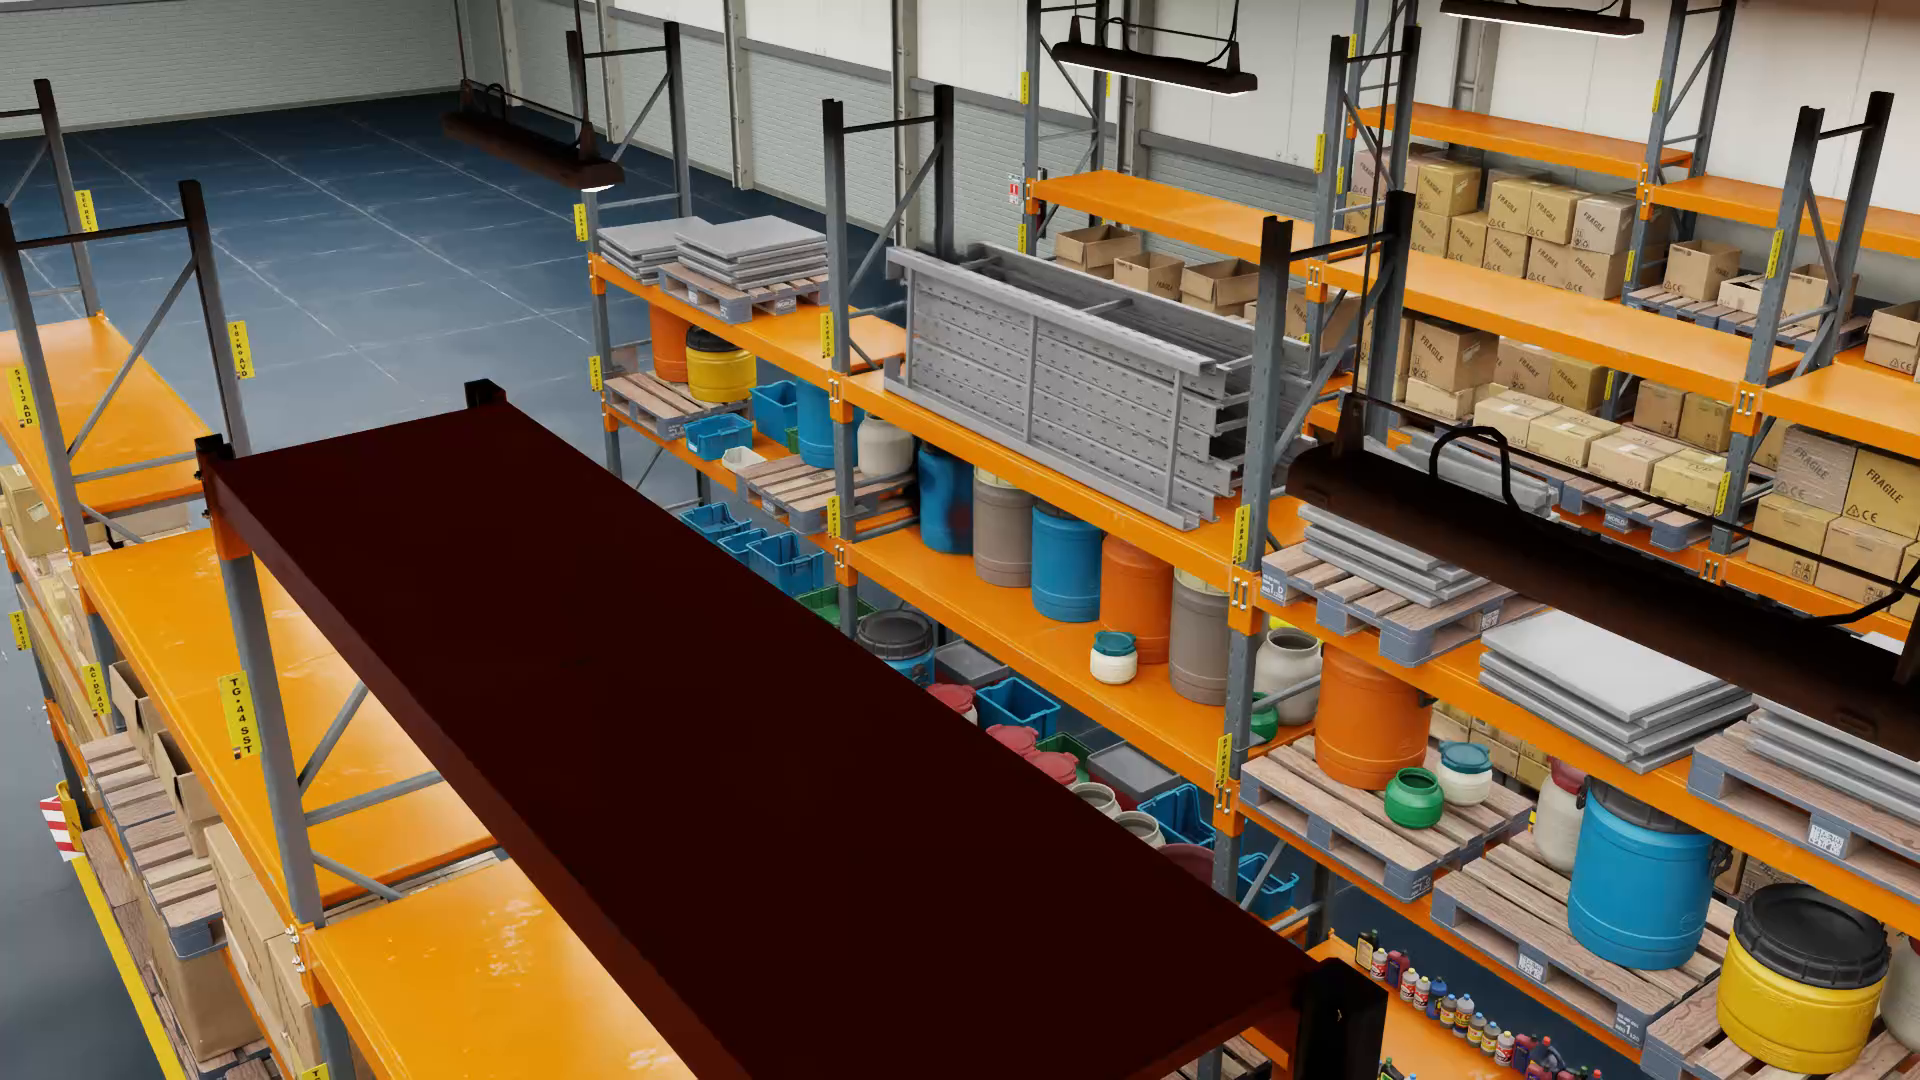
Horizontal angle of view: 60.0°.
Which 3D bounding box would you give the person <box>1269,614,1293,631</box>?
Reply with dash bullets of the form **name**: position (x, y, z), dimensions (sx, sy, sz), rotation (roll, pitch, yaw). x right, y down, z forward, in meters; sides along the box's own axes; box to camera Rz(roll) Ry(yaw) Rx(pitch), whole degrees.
- **person**: position (2.593, 1.389, 13.921), dimensions (0.733, 1.802, 0.675), rotation (22, 33, 39)
